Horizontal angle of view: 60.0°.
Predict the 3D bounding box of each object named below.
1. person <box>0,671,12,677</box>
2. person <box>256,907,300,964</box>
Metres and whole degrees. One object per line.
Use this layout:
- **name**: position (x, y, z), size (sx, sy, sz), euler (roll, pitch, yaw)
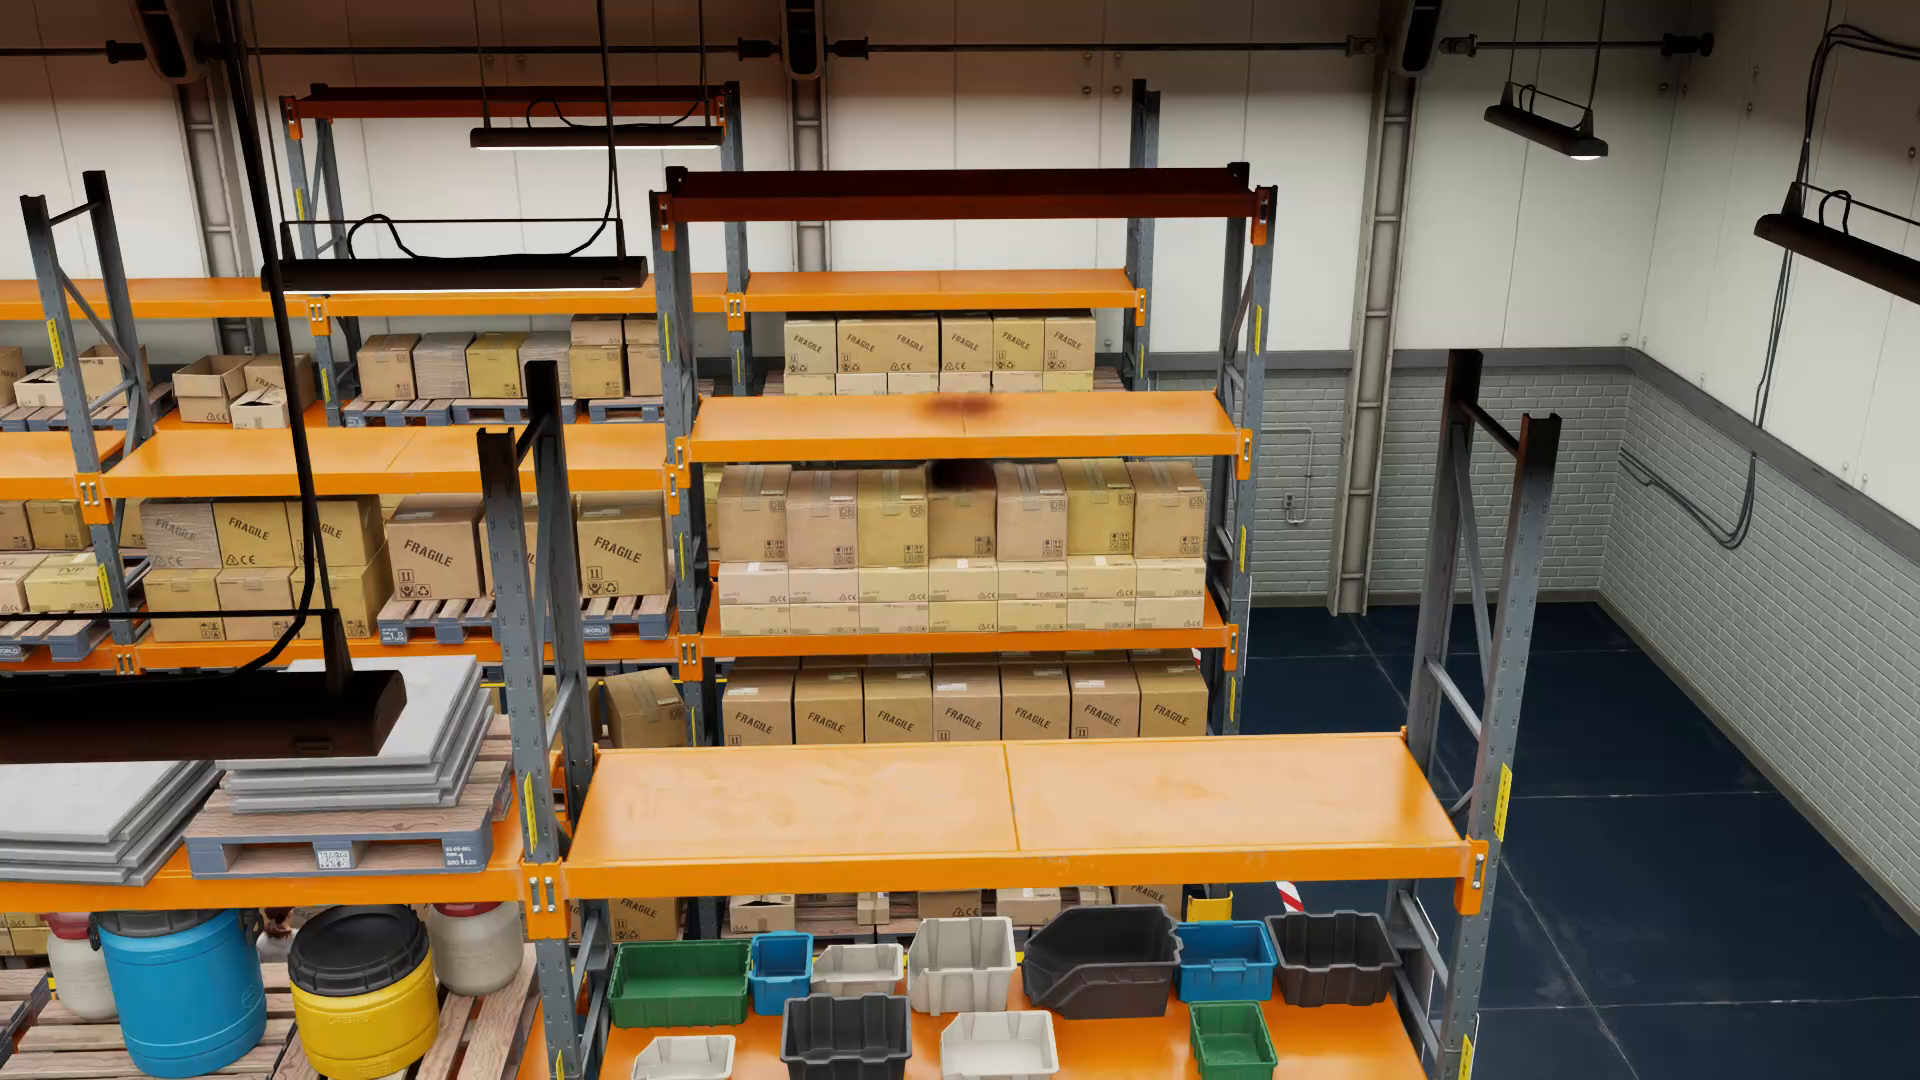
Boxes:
- **person**: position (-9.040, 1.473, 15.348), size (0.604, 1.809, 0.387), euler (0, 22, 0)
- **person**: position (-4.599, 3.115, 11.291), size (0.564, 1.711, 0.385), euler (-4, 22, -10)
